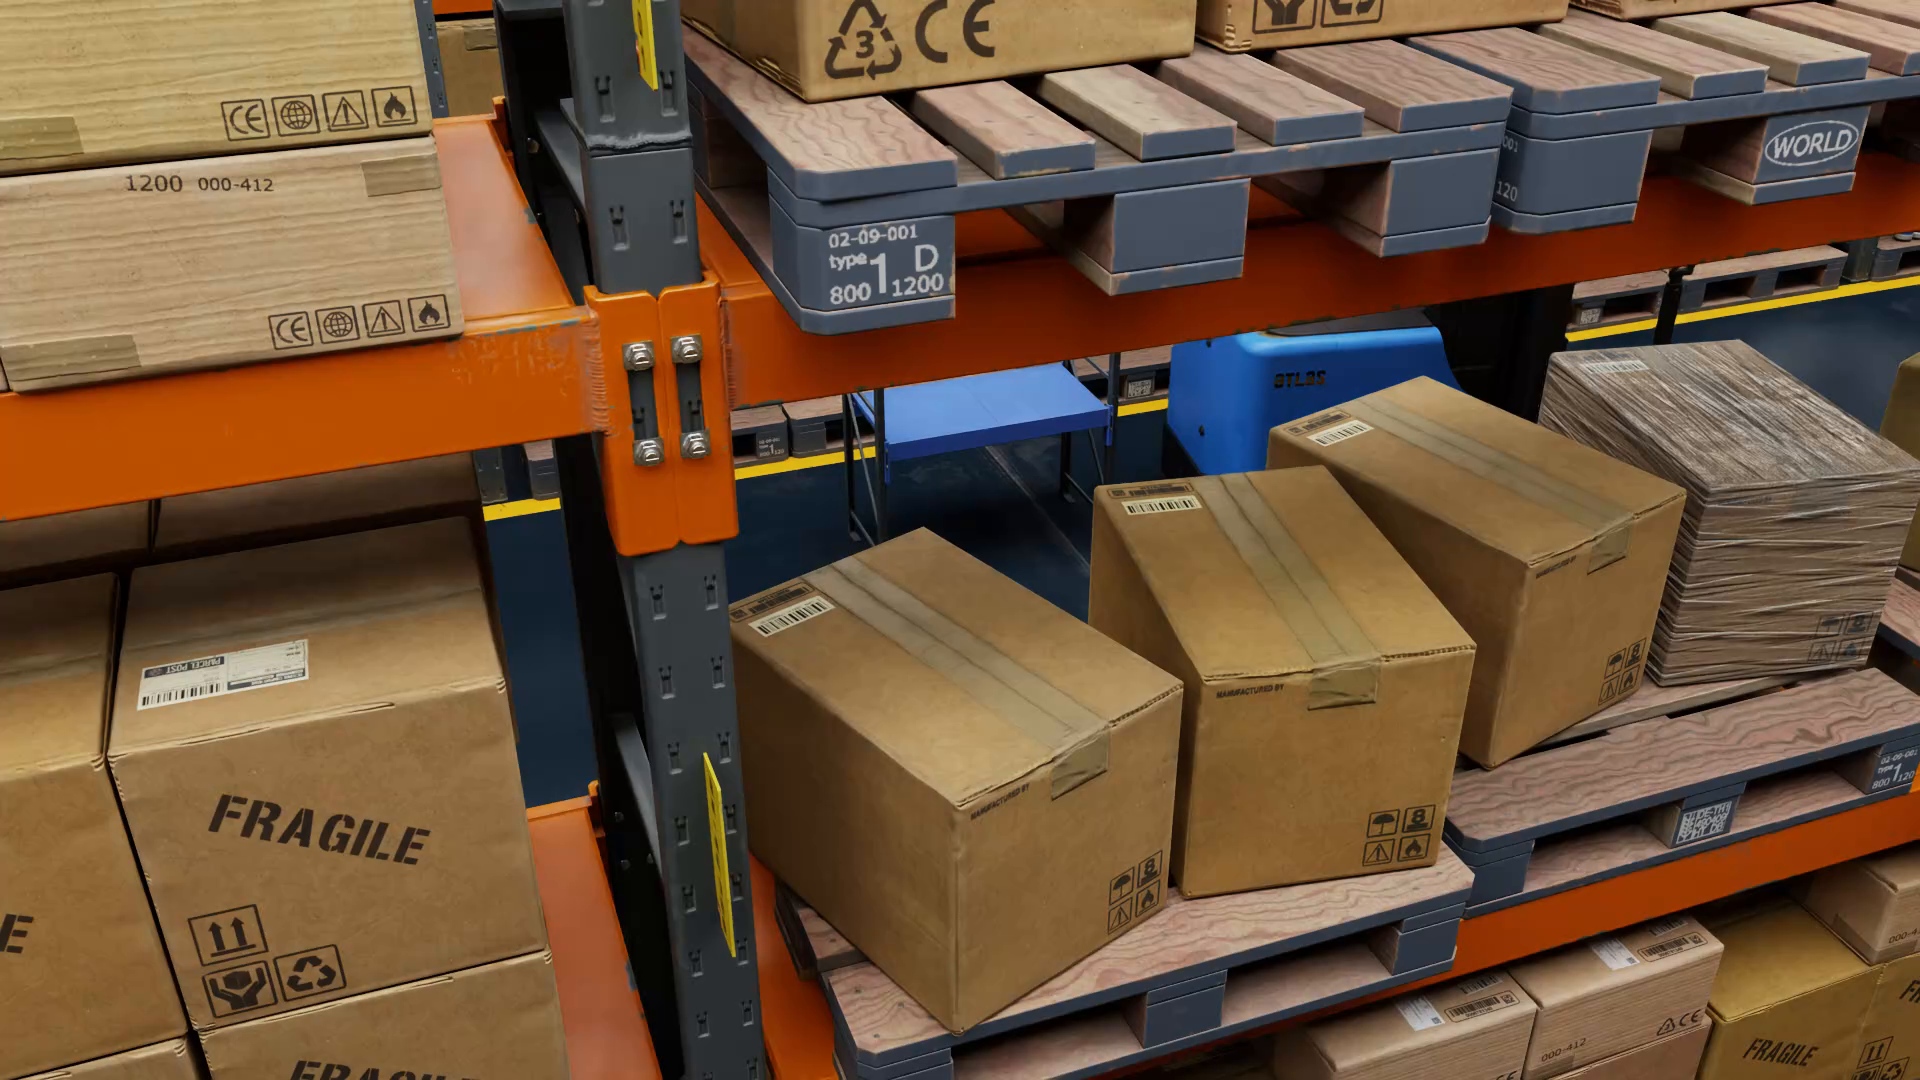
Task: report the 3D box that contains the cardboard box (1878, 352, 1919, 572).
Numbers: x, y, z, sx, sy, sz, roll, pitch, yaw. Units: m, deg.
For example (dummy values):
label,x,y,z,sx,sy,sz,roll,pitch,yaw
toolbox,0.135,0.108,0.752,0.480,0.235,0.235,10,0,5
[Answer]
label,x,y,z,sx,sy,sz,roll,pitch,yaw
cardboard box,2.638,-0.153,3.963,0.500,0.500,0.700,-22,37,-34

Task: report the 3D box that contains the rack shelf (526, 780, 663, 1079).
label,x,y,z,sx,sy,sz,roll,pitch,yaw
rack shelf,-2.434,1.260,2.735,4.000,0.370,1.077,-10,31,-18

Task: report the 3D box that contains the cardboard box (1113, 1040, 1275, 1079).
label,x,y,z,sx,sy,sz,roll,pitch,yaw
cardboard box,0.475,1.430,3.791,0.500,0.500,0.500,-10,31,-17

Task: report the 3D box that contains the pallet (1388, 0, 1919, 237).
label,x,y,z,sx,sy,sz,roll,pitch,yaw
pallet,1.047,-0.880,2.924,1.003,0.211,1.213,-10,31,-18

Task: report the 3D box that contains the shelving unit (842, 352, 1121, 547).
label,x,y,z,sx,sy,sz,roll,pitch,yaw
shelving unit,0.080,-0.666,6.905,1.048,1.500,0.538,-10,31,-18

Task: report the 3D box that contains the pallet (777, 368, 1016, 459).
label,x,y,z,sx,sy,sz,roll,pitch,yaw
pallet,-0.400,-0.811,8.460,1.213,0.211,1.003,-10,31,-18

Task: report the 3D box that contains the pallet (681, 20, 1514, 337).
label,x,y,z,sx,sy,sz,roll,pitch,yaw
pallet,0.076,-0.699,2.607,1.003,0.211,1.213,-10,31,-18

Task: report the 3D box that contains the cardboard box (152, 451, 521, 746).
label,x,y,z,sx,sy,sz,roll,pitch,yaw
cardboard box,-1.099,0.075,2.977,0.500,0.500,0.500,-10,31,-16

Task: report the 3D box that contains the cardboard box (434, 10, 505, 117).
label,x,y,z,sx,sy,sz,roll,pitch,yaw
cardboard box,-3.417,-3.373,11.863,0.875,0.875,1.225,-10,31,-17

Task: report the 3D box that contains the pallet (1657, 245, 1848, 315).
label,x,y,z,sx,sy,sz,roll,pitch,yaw
pallet,4.492,-1.712,10.042,1.213,0.211,1.003,-10,31,-18

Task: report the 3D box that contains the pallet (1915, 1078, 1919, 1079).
label,x,y,z,sx,sy,sz,roll,pitch,yaw
pallet,2.476,1.235,4.869,1.213,0.211,1.003,-10,31,-18

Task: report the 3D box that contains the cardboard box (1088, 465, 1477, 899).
label,x,y,z,sx,sy,sz,roll,pitch,yaw
cardboard box,0.585,0.250,3.255,0.500,0.500,0.700,-6,30,-10

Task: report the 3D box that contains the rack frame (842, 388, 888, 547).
label,x,y,z,sx,sy,sz,roll,pitch,yaw
rack frame,-0.397,-0.579,6.751,0.032,1.500,0.500,-10,31,-18

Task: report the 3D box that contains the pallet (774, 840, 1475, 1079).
label,x,y,z,sx,sy,sz,roll,pitch,yaw
pallet,0.227,0.599,3.363,1.213,0.211,1.003,-10,31,-18

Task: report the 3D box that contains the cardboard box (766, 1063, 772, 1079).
label,x,y,z,sx,sy,sz,roll,pitch,yaw
cardboard box,-0.197,1.279,4.055,0.500,0.500,0.500,-11,31,-18

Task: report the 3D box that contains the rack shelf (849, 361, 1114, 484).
label,x,y,z,sx,sy,sz,roll,pitch,yaw
rack shelf,0.080,-0.510,6.994,1.000,0.185,0.538,-10,31,-18

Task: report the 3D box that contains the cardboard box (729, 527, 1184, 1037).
label,x,y,z,sx,sy,sz,roll,pitch,yaw
cardboard box,-0.038,0.399,2.995,0.500,0.500,0.700,-22,37,-34

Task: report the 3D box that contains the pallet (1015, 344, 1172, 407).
label,x,y,z,sx,sy,sz,roll,pitch,yaw
pallet,0.741,-1.020,8.827,1.213,0.211,1.003,-10,31,-18

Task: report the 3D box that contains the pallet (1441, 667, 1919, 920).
label,x,y,z,sx,sy,sz,roll,pitch,yaw
pallet,1.368,0.333,3.829,1.213,0.211,1.003,-10,31,-18

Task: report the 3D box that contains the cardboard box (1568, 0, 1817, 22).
label,x,y,z,sx,sy,sz,roll,pitch,yaw
cardboard box,1.187,-1.255,2.765,0.600,0.600,0.600,-12,32,-20

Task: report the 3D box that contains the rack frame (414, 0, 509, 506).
label,x,y,z,sx,sy,sz,roll,pitch,yaw
rack frame,-2.283,-1.696,7.197,0.127,3.000,1.000,-10,31,-18

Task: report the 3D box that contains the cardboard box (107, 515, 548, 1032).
label,x,y,z,sx,sy,sz,roll,pitch,yaw
cardboard box,-0.943,0.332,2.526,0.500,0.500,0.500,-10,31,-17

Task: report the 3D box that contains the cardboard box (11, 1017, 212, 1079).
label,x,y,z,sx,sy,sz,roll,pitch,yaw
cardboard box,-1.421,0.854,2.620,0.500,0.500,0.500,-10,31,-16

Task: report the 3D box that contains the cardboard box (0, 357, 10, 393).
label,x,y,z,sx,sy,sz,roll,pitch,yaw
cardboard box,-1.395,-0.347,1.950,0.500,0.250,0.500,-10,31,-18

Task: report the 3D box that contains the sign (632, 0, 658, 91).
label,x,y,z,sx,sy,sz,roll,pitch,yaw
sign,-0.363,-0.675,1.852,0.005,0.325,0.100,-10,31,-18

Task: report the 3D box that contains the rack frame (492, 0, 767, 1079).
label,x,y,z,sx,sy,sz,roll,pitch,yaw
rack frame,-0.560,0.602,3.162,0.127,3.000,1.000,-10,31,-18

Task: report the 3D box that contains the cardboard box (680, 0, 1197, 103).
label,x,y,z,sx,sy,sz,roll,pitch,yaw
cardboard box,-0.062,-1.023,2.359,0.600,0.600,0.600,-14,32,-22

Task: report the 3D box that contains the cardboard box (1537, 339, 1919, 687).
label,x,y,z,sx,sy,sz,roll,pitch,yaw
cardboard box,1.715,-0.084,3.841,0.500,0.500,0.700,-5,30,-8

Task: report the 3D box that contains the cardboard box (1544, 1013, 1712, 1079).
label,x,y,z,sx,sy,sz,roll,pitch,yaw
cardboard box,1.420,1.260,4.089,0.500,0.500,0.500,-12,32,-19

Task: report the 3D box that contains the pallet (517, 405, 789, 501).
label,x,y,z,sx,sy,sz,roll,pitch,yaw
pallet,-1.546,-0.599,8.087,1.213,0.211,1.003,-10,31,-18

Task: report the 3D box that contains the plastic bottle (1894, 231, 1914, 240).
label,x,y,z,sx,sy,sz,roll,pitch,yaw
plastic bottle,5.666,-1.935,9.927,0.097,0.271,0.097,0,30,0

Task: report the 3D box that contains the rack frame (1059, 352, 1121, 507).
label,x,y,z,sx,sy,sz,roll,pitch,yaw
rack frame,0.556,-0.754,7.059,0.032,1.500,0.500,-10,31,-18

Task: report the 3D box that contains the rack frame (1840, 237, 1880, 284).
label,x,y,z,sx,sy,sz,roll,pitch,yaw
rack frame,5.215,-3.077,9.621,0.127,3.000,1.000,-10,31,-18

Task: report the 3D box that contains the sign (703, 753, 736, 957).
label,x,y,z,sx,sy,sz,roll,pitch,yaw
sign,-0.363,0.477,2.509,0.005,0.325,0.100,-10,31,-18

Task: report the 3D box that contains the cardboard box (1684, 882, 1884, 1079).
label,x,y,z,sx,sy,sz,roll,pitch,yaw
cardboard box,1.910,1.166,4.253,0.500,0.500,0.500,-12,32,-19

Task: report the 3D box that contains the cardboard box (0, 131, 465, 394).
label,x,y,z,sx,sy,sz,roll,pitch,yaw
cardboard box,-0.923,-0.428,2.093,0.500,0.250,0.500,-10,31,-18

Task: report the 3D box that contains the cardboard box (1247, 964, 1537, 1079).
label,x,y,z,sx,sy,sz,roll,pitch,yaw
cardboard box,0.916,1.029,3.738,0.500,0.250,0.500,-10,31,-18

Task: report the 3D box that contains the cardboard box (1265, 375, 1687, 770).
label,x,y,z,sx,sy,sz,roll,pitch,yaw
cardboard box,1.075,0.043,3.619,0.500,0.500,0.700,-19,35,-30

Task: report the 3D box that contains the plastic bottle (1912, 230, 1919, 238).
label,x,y,z,sx,sy,sz,roll,pitch,yaw
plastic bottle,5.761,-1.922,9.975,0.097,0.201,0.097,0,30,0

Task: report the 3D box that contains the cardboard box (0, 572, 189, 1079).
label,x,y,z,sx,sy,sz,roll,pitch,yaw
cardboard box,-1.422,0.422,2.369,0.500,0.500,0.500,-11,31,-19

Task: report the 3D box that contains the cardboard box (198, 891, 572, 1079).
label,x,y,z,sx,sy,sz,roll,pitch,yaw
cardboard box,-0.939,0.764,2.777,0.500,0.500,0.500,-10,31,-17

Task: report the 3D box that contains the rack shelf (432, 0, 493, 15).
label,x,y,z,sx,sy,sz,roll,pitch,yaw
rack shelf,-2.136,-4.027,12.015,4.000,0.370,1.077,-10,31,-18

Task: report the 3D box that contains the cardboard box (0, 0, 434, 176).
label,x,y,z,sx,sy,sz,roll,pitch,yaw
cardboard box,-0.921,-0.643,1.965,0.500,0.250,0.500,-10,31,-18

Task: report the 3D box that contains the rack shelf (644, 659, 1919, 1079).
label,x,y,z,sx,sy,sz,roll,pitch,yaw
rack shelf,1.315,0.570,3.946,4.000,0.370,1.077,-10,31,-18

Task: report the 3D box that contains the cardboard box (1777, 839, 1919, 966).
label,x,y,z,sx,sy,sz,roll,pitch,yaw
cardboard box,2.343,0.763,4.204,0.500,0.250,0.500,-9,31,-16

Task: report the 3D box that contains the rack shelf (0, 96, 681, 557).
label,x,y,z,sx,sy,sz,roll,pitch,yaw
rack shelf,-2.434,-0.043,1.992,4.000,0.370,1.077,-10,31,-18

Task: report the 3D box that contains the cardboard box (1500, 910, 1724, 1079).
label,x,y,z,sx,sy,sz,roll,pitch,yaw
cardboard box,1.386,0.942,3.890,0.500,0.250,0.500,-11,31,-19

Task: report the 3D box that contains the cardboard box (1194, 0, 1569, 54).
label,x,y,z,sx,sy,sz,roll,pitch,yaw
cardboard box,0.557,-1.149,2.580,0.600,0.600,0.600,-11,31,-18

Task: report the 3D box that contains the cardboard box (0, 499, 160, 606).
label,x,y,z,sx,sy,sz,roll,pitch,yaw
cardboard box,-1.583,0.165,2.820,0.500,0.500,0.500,-11,32,-19

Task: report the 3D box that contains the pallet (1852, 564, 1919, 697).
label,x,y,z,sx,sy,sz,roll,pitch,yaw
pallet,2.579,0.145,4.159,1.003,0.211,1.213,-10,31,-18

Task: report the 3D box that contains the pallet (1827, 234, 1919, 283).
label,x,y,z,sx,sy,sz,roll,pitch,yaw
pallet,5.859,-1.962,10.481,1.213,0.211,1.003,-10,31,-18

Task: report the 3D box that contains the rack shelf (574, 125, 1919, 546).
label,x,y,z,sx,sy,sz,roll,pitch,yaw
rack shelf,1.315,-0.734,3.204,4.000,0.370,1.077,-10,31,-18

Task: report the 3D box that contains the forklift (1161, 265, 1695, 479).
label,x,y,z,sx,sy,sz,roll,pitch,yaw
forklift,2.496,-1.470,6.869,3.031,2.935,1.130,-5,30,-9

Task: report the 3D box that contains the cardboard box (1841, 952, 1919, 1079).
label,x,y,z,sx,sy,sz,roll,pitch,yaw
cardboard box,2.395,1.077,4.410,0.500,0.500,0.500,-9,31,-16

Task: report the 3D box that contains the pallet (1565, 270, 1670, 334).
label,x,y,z,sx,sy,sz,roll,pitch,yaw
pallet,3.347,-1.500,9.669,1.213,0.211,1.003,-10,31,-18

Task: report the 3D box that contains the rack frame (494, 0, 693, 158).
label,x,y,z,sx,sy,sz,roll,pitch,yaw
rack frame,-0.560,-2.004,1.677,0.127,3.000,1.000,-10,31,-18
